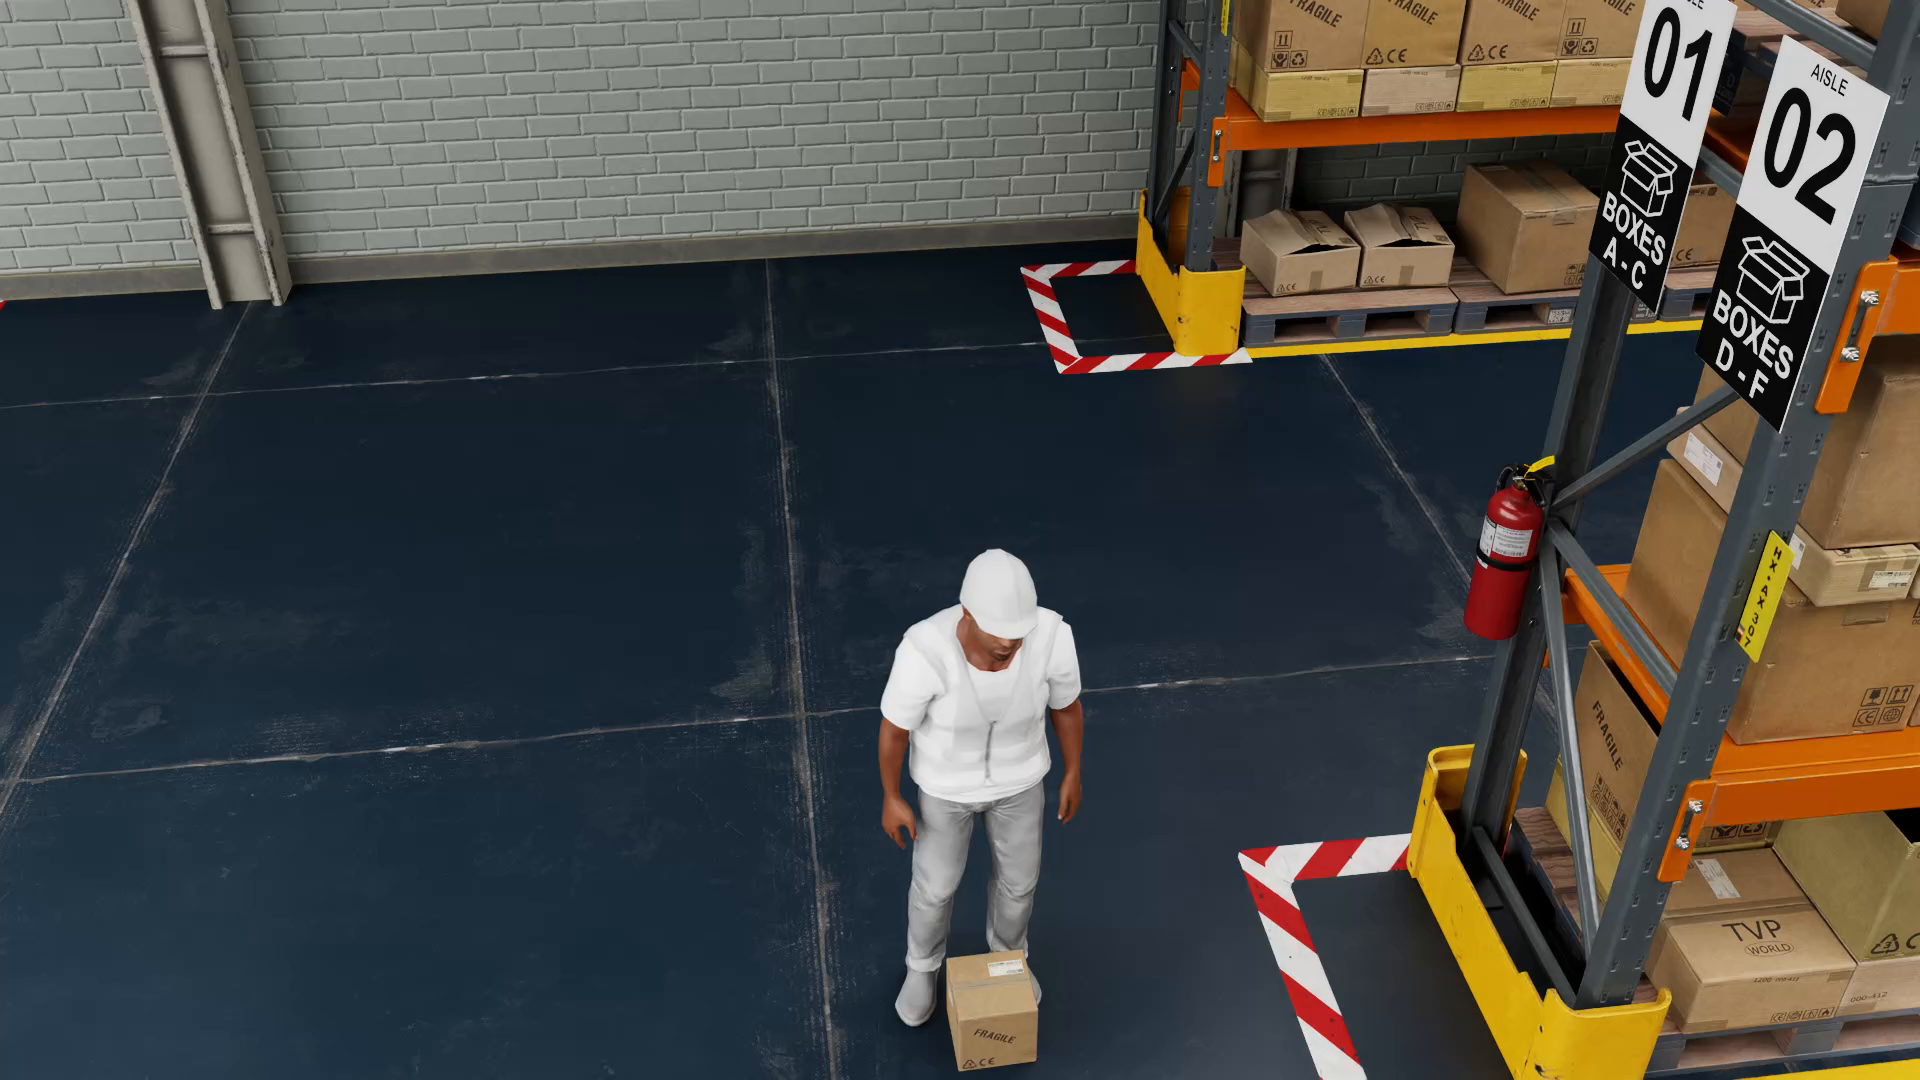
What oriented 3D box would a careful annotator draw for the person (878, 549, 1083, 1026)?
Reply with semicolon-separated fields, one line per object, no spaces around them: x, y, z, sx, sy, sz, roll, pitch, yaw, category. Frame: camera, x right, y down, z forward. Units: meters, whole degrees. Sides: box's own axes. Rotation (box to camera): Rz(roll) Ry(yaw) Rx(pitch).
0.070;0.744;5.050;0.634;1.759;0.460;-6;35;-9;person
